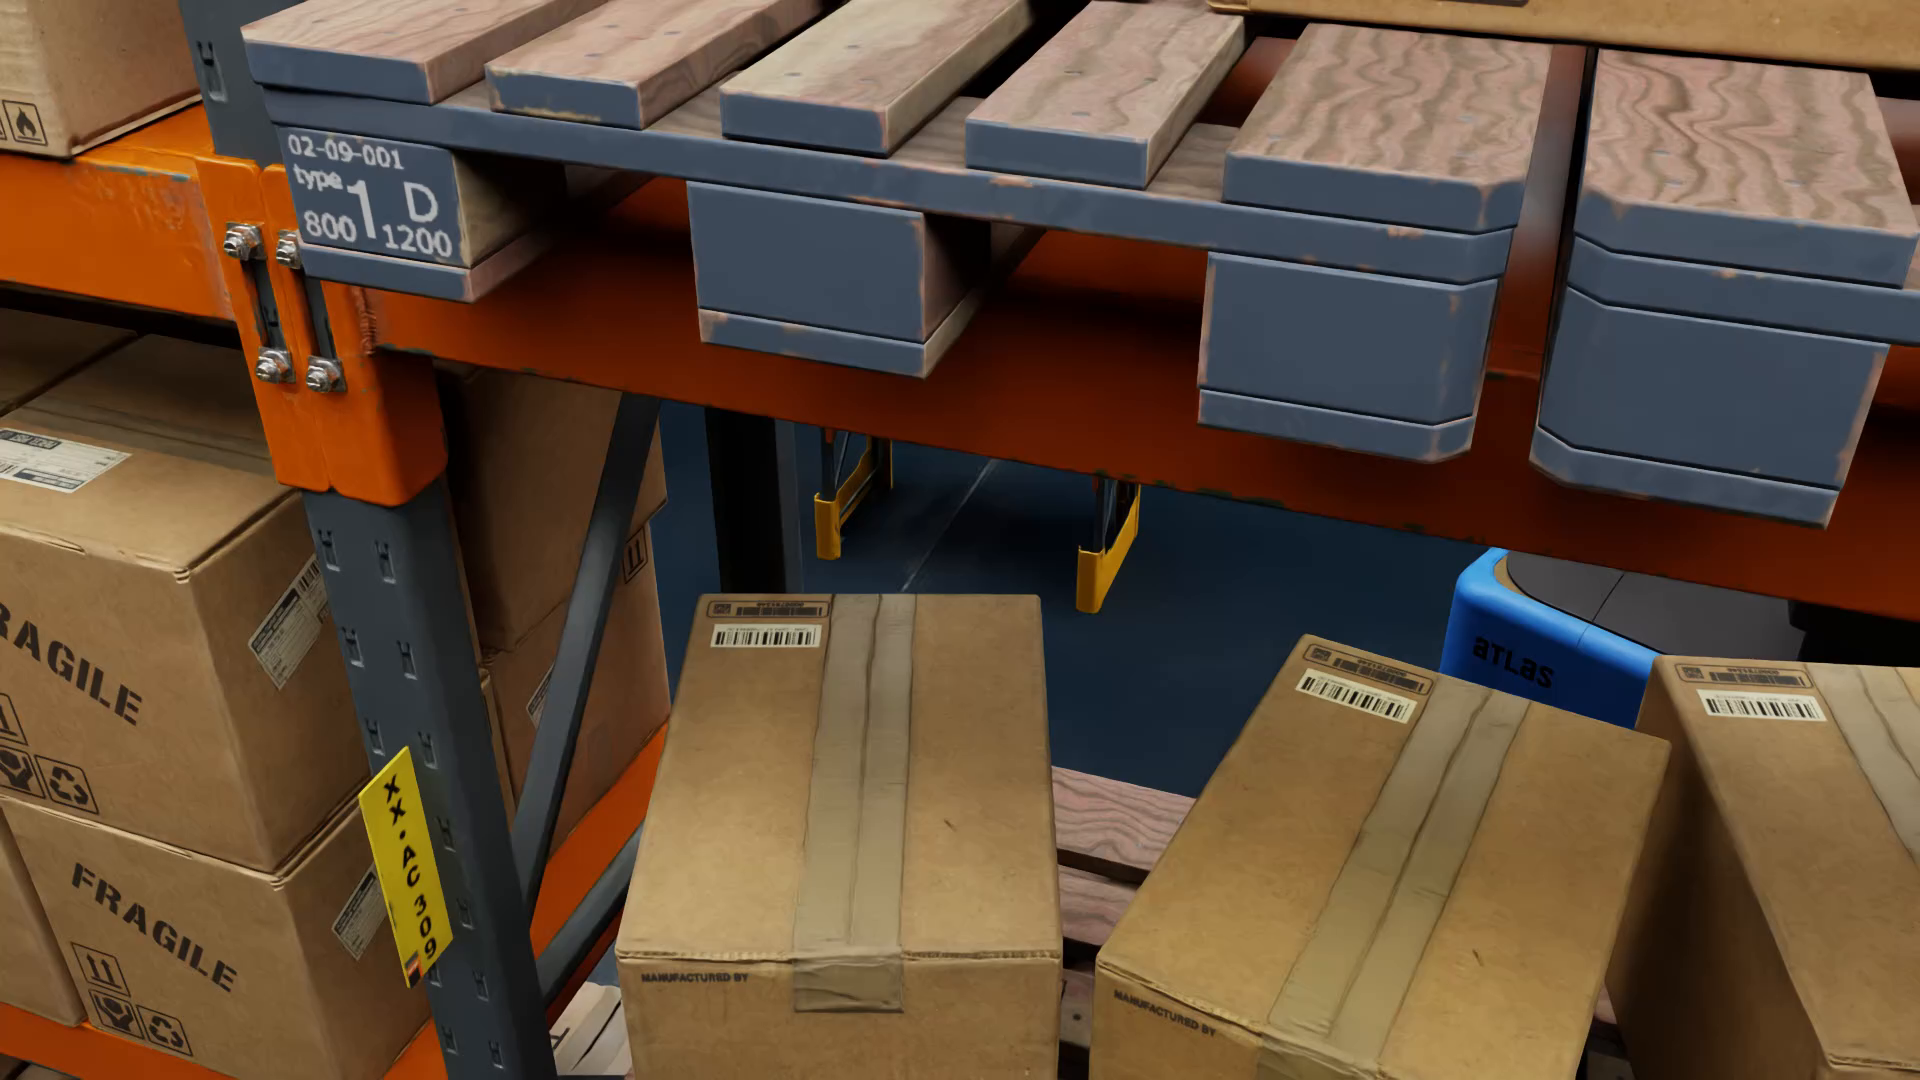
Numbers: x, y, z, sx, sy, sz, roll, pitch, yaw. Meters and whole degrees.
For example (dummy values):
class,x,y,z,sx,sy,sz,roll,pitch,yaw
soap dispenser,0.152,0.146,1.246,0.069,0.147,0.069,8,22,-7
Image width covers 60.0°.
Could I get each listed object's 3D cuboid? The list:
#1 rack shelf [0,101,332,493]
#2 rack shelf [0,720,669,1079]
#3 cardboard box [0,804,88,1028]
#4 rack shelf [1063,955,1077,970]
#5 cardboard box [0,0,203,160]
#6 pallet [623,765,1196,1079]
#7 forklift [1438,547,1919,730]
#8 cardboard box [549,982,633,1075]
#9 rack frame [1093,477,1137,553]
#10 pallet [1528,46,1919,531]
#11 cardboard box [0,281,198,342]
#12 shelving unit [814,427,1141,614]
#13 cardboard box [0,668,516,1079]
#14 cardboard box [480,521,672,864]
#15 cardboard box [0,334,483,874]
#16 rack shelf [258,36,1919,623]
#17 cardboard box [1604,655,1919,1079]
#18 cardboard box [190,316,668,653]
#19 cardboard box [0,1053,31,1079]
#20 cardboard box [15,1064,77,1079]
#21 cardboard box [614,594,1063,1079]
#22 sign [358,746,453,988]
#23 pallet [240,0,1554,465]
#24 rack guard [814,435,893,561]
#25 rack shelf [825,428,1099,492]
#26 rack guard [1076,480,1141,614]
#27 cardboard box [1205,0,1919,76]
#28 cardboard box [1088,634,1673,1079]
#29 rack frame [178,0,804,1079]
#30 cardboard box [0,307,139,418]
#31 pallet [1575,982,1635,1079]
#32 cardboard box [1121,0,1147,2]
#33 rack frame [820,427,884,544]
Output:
class,x,y,z,sx,sy,sz,roll,pitch,yaw
rack shelf,-2.387,-0.832,2.671,4.000,0.370,1.077,11,34,16
rack shelf,-2.387,0.428,3.484,4.000,0.370,1.077,11,34,16
cardboard box,-1.547,0.396,2.779,0.500,0.500,0.500,12,35,18
rack shelf,1.379,1.160,2.350,4.000,0.370,1.077,11,34,16
cardboard box,-1.052,-0.658,1.877,0.500,0.250,0.500,11,34,16
pallet,0.211,0.775,2.461,1.213,0.211,1.003,11,34,16
forklift,2.647,0.117,3.367,3.031,2.935,1.130,27,42,35
cardboard box,-0.826,1.250,3.622,0.500,0.311,0.500,11,34,16
rack frame,0.559,-0.521,5.675,0.032,1.500,0.500,11,34,16
pallet,1.063,-0.346,1.428,1.003,0.211,1.213,11,34,16
cardboard box,-1.339,-0.294,2.926,0.500,0.500,0.500,10,34,15
shelving unit,0.072,-0.616,5.822,1.083,1.500,0.587,11,34,16
cardboard box,-1.061,0.490,2.634,0.500,0.500,0.500,12,35,17
cardboard box,-0.892,0.218,3.055,0.500,0.500,0.500,12,35,18
cardboard box,-1.068,0.070,2.362,0.500,0.500,0.500,11,34,17
rack shelf,1.379,-0.100,1.537,4.000,0.370,1.077,11,34,16
cardboard box,1.180,0.566,2.129,0.500,0.500,0.700,3,33,4
cardboard box,-0.853,-0.200,2.780,0.500,0.500,0.500,12,35,18
cardboard box,-2.275,1.015,3.808,0.637,0.503,0.797,11,34,16
cardboard box,-1.842,1.340,3.482,0.500,0.311,0.500,11,34,16
cardboard box,-0.134,0.475,2.270,0.500,0.500,0.700,0,33,0
sign,-0.680,0.407,2.056,0.005,0.325,0.100,11,34,16
pallet,0.086,-0.534,1.719,1.003,0.211,1.213,11,34,16
rack guard,-0.397,-0.182,6.302,0.087,0.250,0.587,11,34,16
rack shelf,0.080,-0.463,5.917,1.000,0.185,0.538,11,34,16
rack guard,0.541,0.000,6.019,0.087,0.250,0.587,11,34,16
cardboard box,0.582,-0.788,1.368,0.600,0.600,0.600,11,34,16
cardboard box,0.535,0.568,2.125,0.500,0.500,0.700,17,36,24
rack frame,-0.505,0.494,2.720,0.053,2.616,0.949,11,34,16
cardboard box,-1.551,-0.023,2.506,0.500,0.500,0.500,10,34,16
pallet,1.429,0.951,2.188,1.213,0.211,1.003,11,34,16
cardboard box,-0.055,-0.899,1.539,0.600,0.600,0.600,8,34,12
rack frame,-0.398,-0.708,5.963,0.032,1.500,0.500,11,34,16
